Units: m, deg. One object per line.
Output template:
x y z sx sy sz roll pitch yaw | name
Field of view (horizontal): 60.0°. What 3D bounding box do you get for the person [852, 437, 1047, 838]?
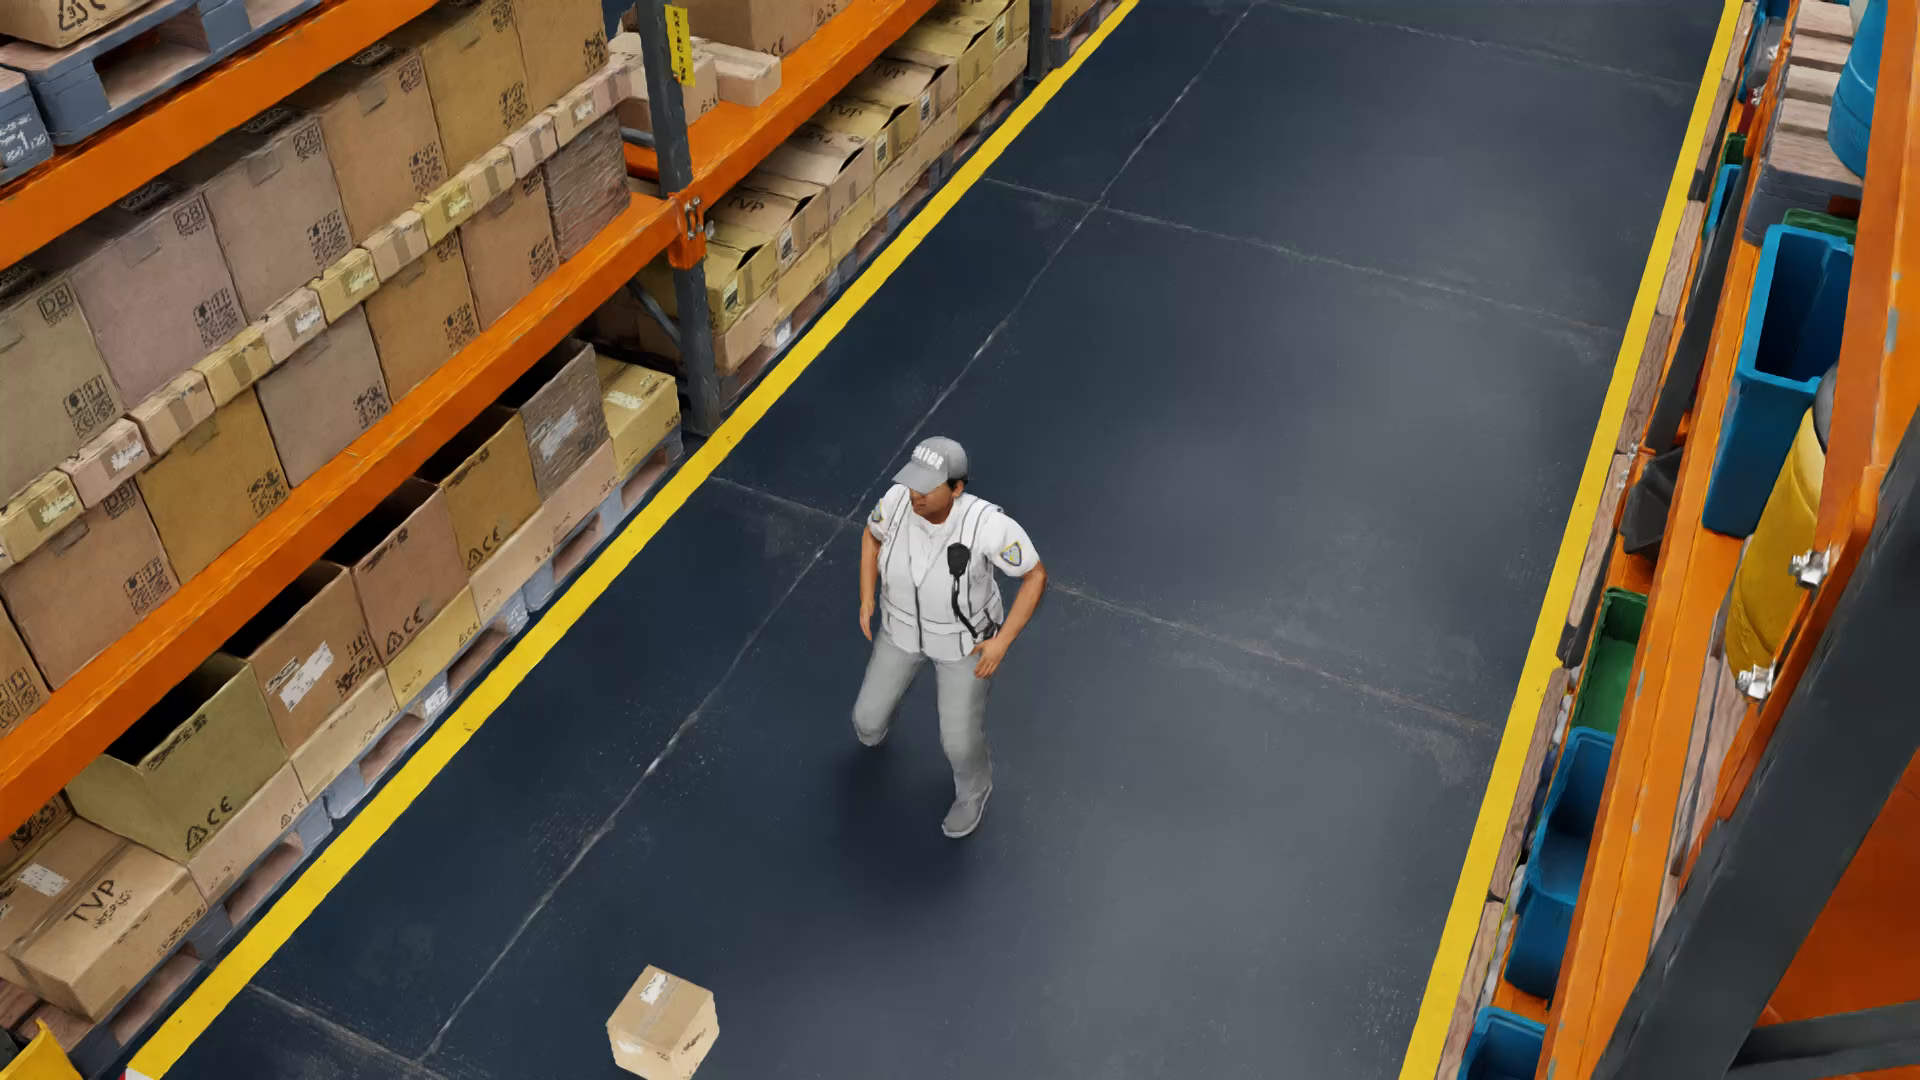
-0.090 0.327 5.826 0.741 1.640 0.476 15 44 16 | person
